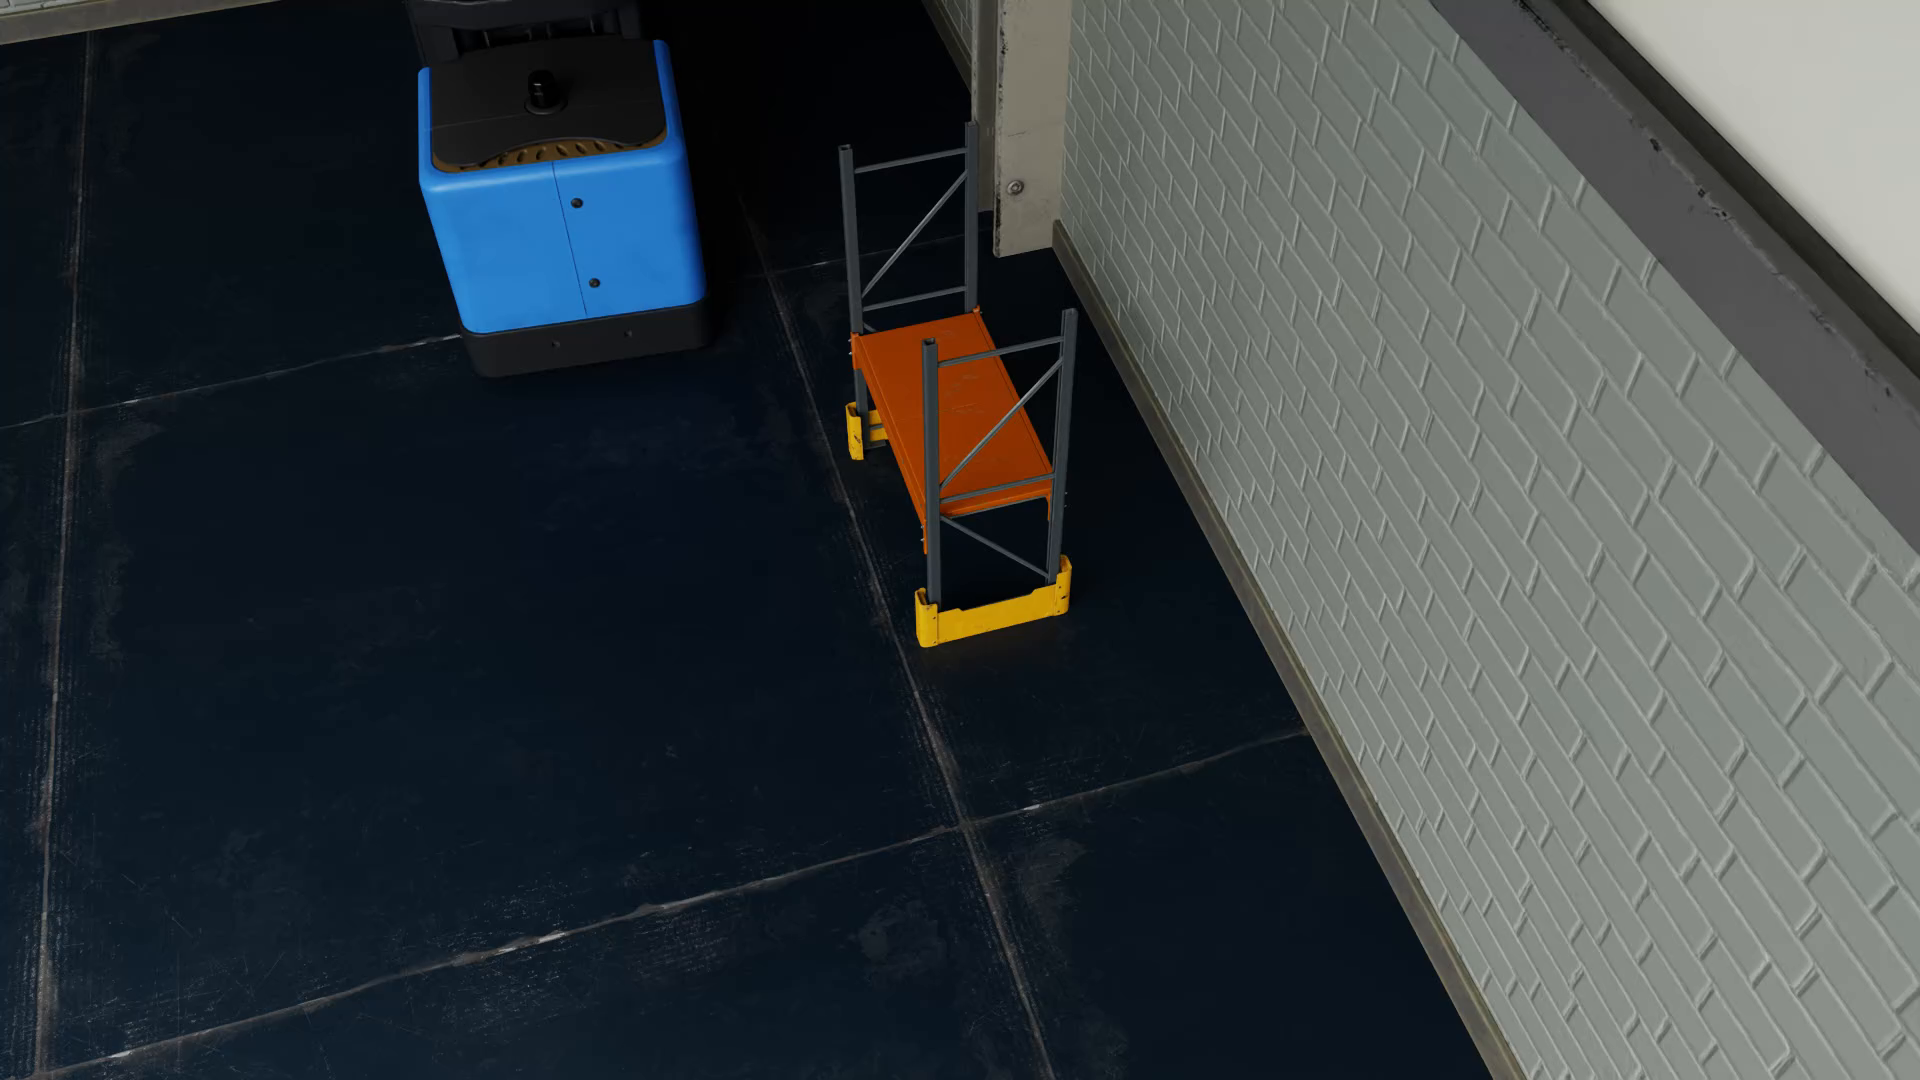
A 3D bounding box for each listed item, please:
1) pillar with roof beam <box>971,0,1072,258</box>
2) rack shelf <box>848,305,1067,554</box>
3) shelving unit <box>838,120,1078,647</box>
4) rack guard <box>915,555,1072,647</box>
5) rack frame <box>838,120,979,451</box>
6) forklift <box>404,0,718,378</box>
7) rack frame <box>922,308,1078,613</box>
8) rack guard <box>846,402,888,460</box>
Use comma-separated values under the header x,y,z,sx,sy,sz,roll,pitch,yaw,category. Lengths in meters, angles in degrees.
x,y,z,sx,sy,sz,roll,pitch,yaw,category
-3.858,-3.402,3.522,9.100,9.000,0.400,-13,51,-11,pillar with roof beam
-0.025,-0.430,6.156,0.538,0.185,1.000,-13,51,-11,rack shelf
-0.023,-0.539,6.013,0.587,1.500,1.083,-13,51,-11,shelving unit
0.125,0.227,6.184,0.587,0.250,0.087,-13,51,-11,rack guard
-0.176,-0.917,6.332,0.500,1.500,0.032,-13,51,-11,rack frame
-1.862,-2.785,6.970,1.130,2.935,3.031,-9,51,-8,forklift
0.125,-0.174,5.706,0.500,1.500,0.032,-13,51,-11,rack frame
-0.170,-0.500,6.798,0.587,0.250,0.087,-13,51,-11,rack guard
